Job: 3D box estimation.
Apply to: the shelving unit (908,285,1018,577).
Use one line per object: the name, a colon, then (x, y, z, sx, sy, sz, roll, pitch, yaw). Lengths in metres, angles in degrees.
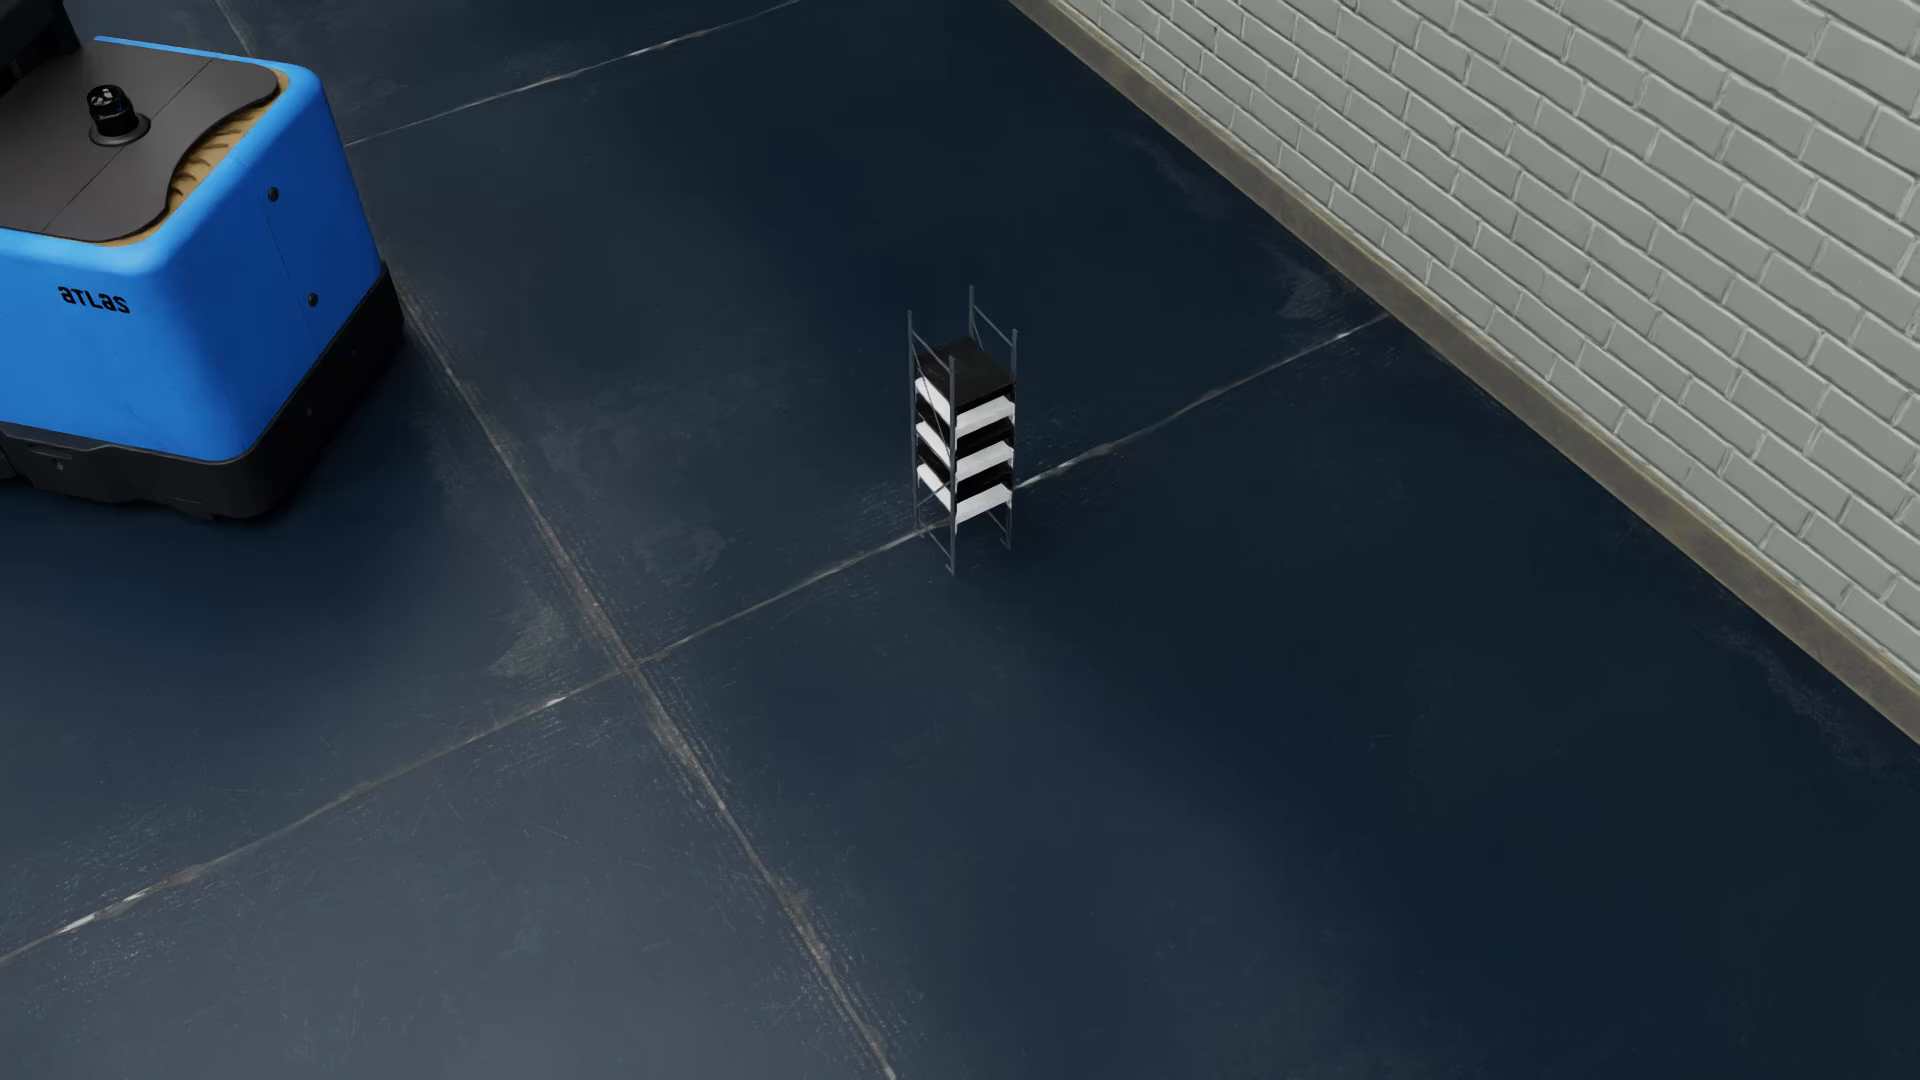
shelving unit: (0.007, -0.303, 4.917, 0.210, 0.900, 0.258, -25, 53, -21)

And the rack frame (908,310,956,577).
rack frame: (-0.079, -0.262, 4.881, 0.006, 0.900, 0.240, -25, 53, -21)

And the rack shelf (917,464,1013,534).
rack shelf: (0.007, -0.161, 5.076, 0.200, 0.077, 0.258, -25, 53, -21)

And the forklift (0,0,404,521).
forklift: (-3.522, -1.633, 4.742, 3.031, 2.935, 1.130, 11, 49, 9)

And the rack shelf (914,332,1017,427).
rack shelf: (0.007, -0.460, 4.740, 0.200, 0.077, 0.258, -25, 53, -21)

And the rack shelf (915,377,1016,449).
rack shelf: (0.007, -0.400, 4.807, 0.200, 0.077, 0.258, -25, 53, -21)

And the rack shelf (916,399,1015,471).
rack shelf: (0.007, -0.340, 4.874, 0.200, 0.077, 0.258, -25, 53, -21)

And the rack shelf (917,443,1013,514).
rack shelf: (0.007, -0.220, 5.009, 0.200, 0.077, 0.258, -25, 53, -21)

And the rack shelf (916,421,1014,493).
rack shelf: (0.007, -0.280, 4.942, 0.200, 0.077, 0.258, -25, 53, -21)

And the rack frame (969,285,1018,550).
rack frame: (0.093, -0.343, 4.953, 0.006, 0.900, 0.240, -25, 53, -21)
